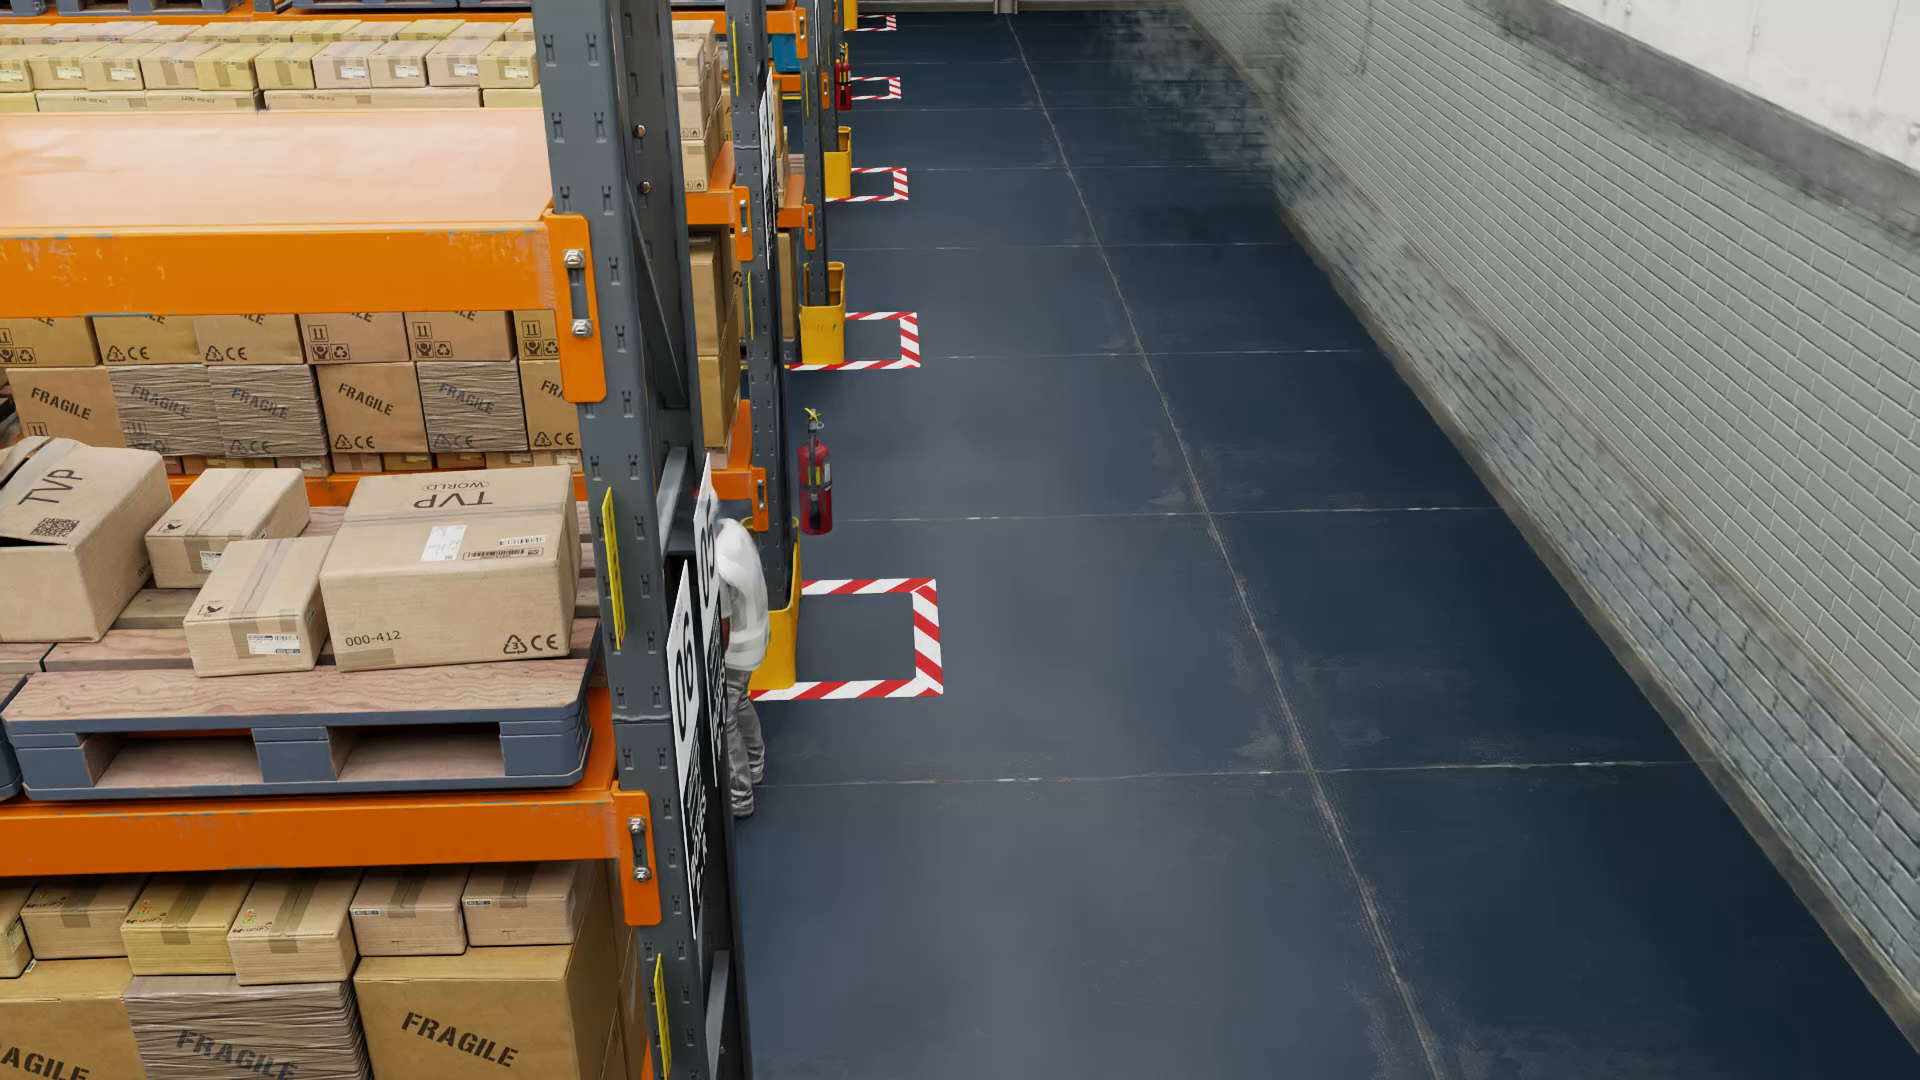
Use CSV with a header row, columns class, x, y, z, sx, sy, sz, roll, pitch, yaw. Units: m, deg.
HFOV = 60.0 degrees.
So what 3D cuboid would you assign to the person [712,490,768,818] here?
class,x,y,z,sx,sy,sz,roll,pitch,yaw
person,-1.150,0.517,7.966,0.450,1.774,0.631,3,27,5
